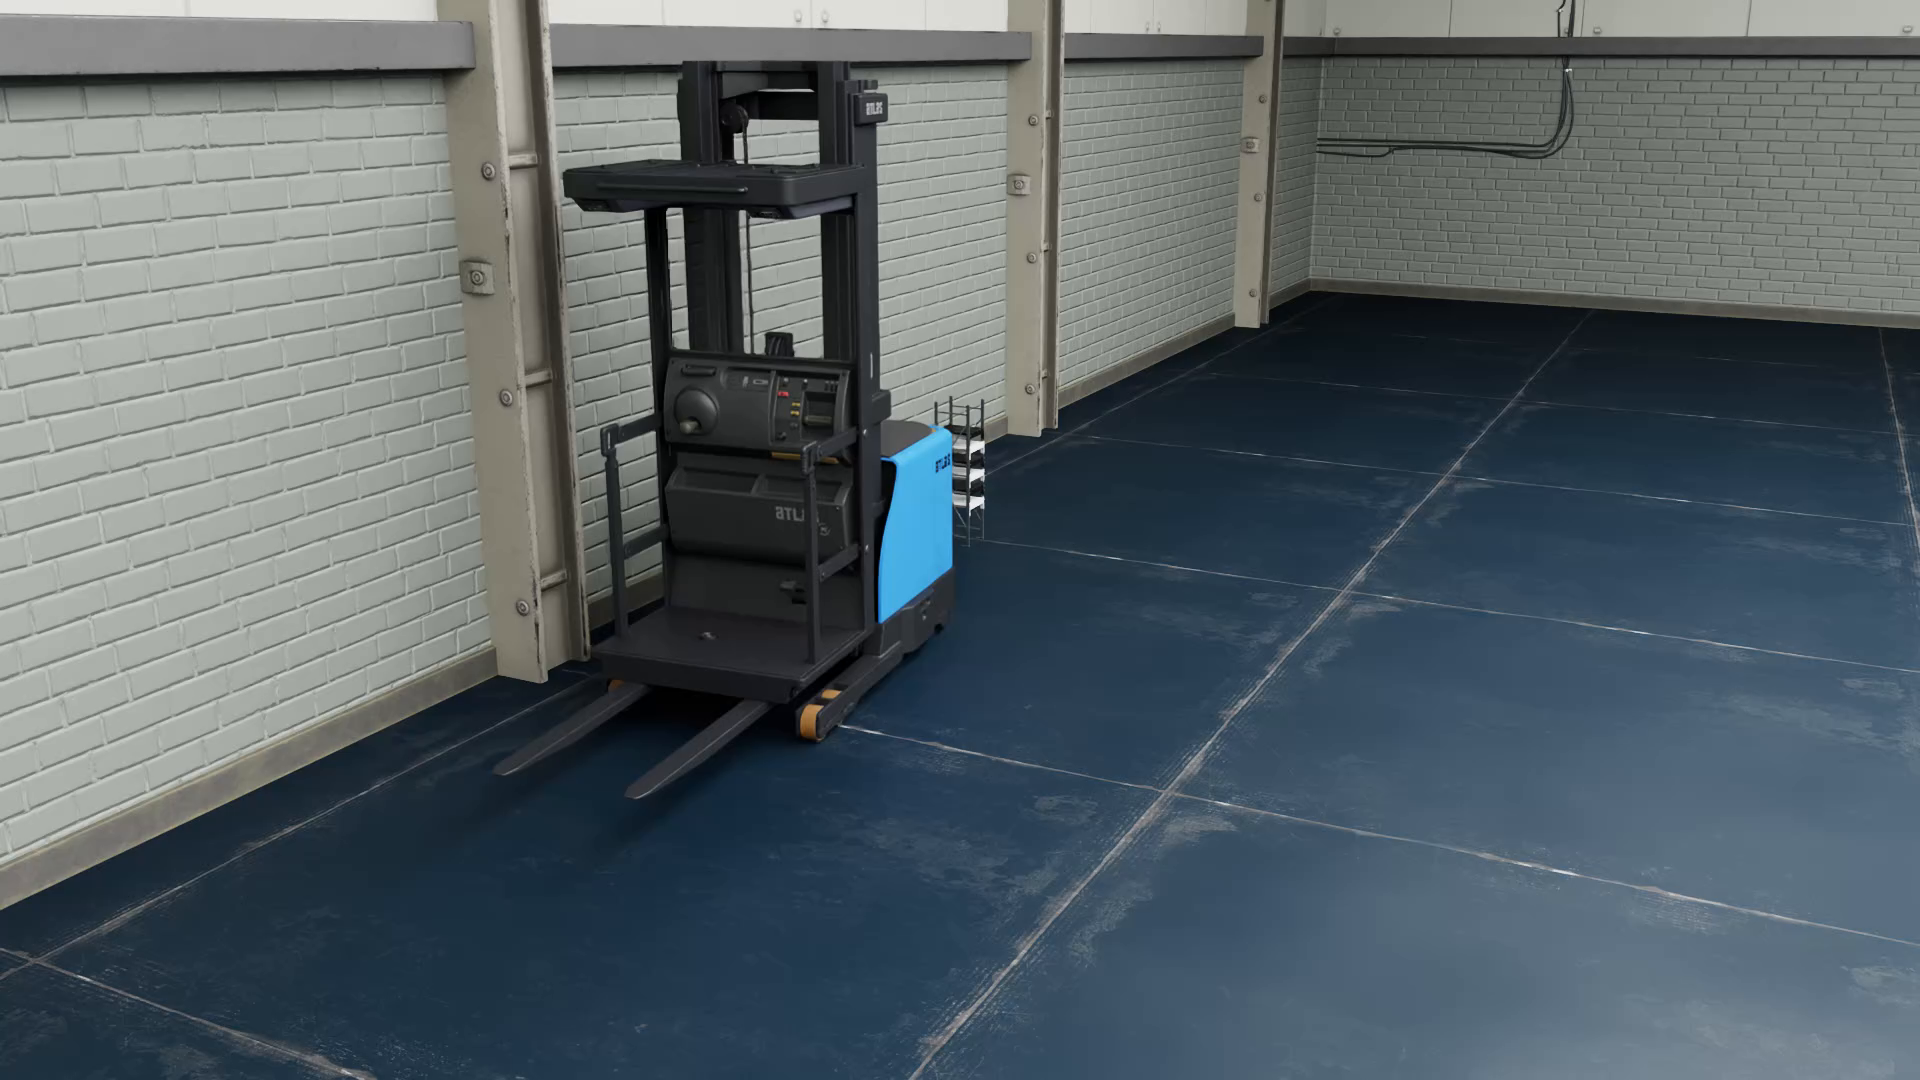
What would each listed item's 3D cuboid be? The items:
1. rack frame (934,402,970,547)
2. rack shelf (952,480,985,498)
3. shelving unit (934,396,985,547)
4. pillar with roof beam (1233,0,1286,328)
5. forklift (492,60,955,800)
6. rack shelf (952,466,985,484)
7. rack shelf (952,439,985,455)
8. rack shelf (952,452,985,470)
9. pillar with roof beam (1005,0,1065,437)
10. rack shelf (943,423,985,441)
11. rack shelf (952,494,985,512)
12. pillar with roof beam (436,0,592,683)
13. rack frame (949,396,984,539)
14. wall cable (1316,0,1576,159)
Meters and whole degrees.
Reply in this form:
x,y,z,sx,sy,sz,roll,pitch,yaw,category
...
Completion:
x,y,z,sx,sy,sz,roll,pitch,yaw,category
-0.049,-0.403,10.302,0.240,0.900,0.006,8,18,25,rack frame
-0.004,-0.311,10.424,0.258,0.077,0.200,8,18,25,rack shelf
-0.004,-0.429,10.389,0.258,0.900,0.210,8,18,25,shelving unit
7.111,-6.189,15.555,9.100,9.000,0.400,8,18,25,pillar with roof beam
-1.020,-0.633,7.508,1.130,2.935,3.031,6,18,20,forklift
-0.004,-0.397,10.399,0.258,0.077,0.200,8,18,25,rack shelf
-0.004,-0.570,10.348,0.258,0.077,0.200,8,18,25,rack shelf
-0.004,-0.484,10.373,0.258,0.077,0.200,8,18,25,rack shelf
4.429,-4.660,10.410,9.100,9.000,0.400,8,18,25,pillar with roof beam
-0.004,-0.656,10.322,0.258,0.077,0.200,8,18,25,rack shelf
-0.004,-0.225,10.450,0.258,0.077,0.200,8,18,25,rack shelf
1.748,-3.132,5.264,9.100,9.000,0.400,8,18,25,pillar with roof beam
0.042,-0.455,10.476,0.240,0.900,0.006,8,18,25,rack frame
5.759,-5.830,19.801,3.097,2.526,0.112,8,18,25,wall cable
